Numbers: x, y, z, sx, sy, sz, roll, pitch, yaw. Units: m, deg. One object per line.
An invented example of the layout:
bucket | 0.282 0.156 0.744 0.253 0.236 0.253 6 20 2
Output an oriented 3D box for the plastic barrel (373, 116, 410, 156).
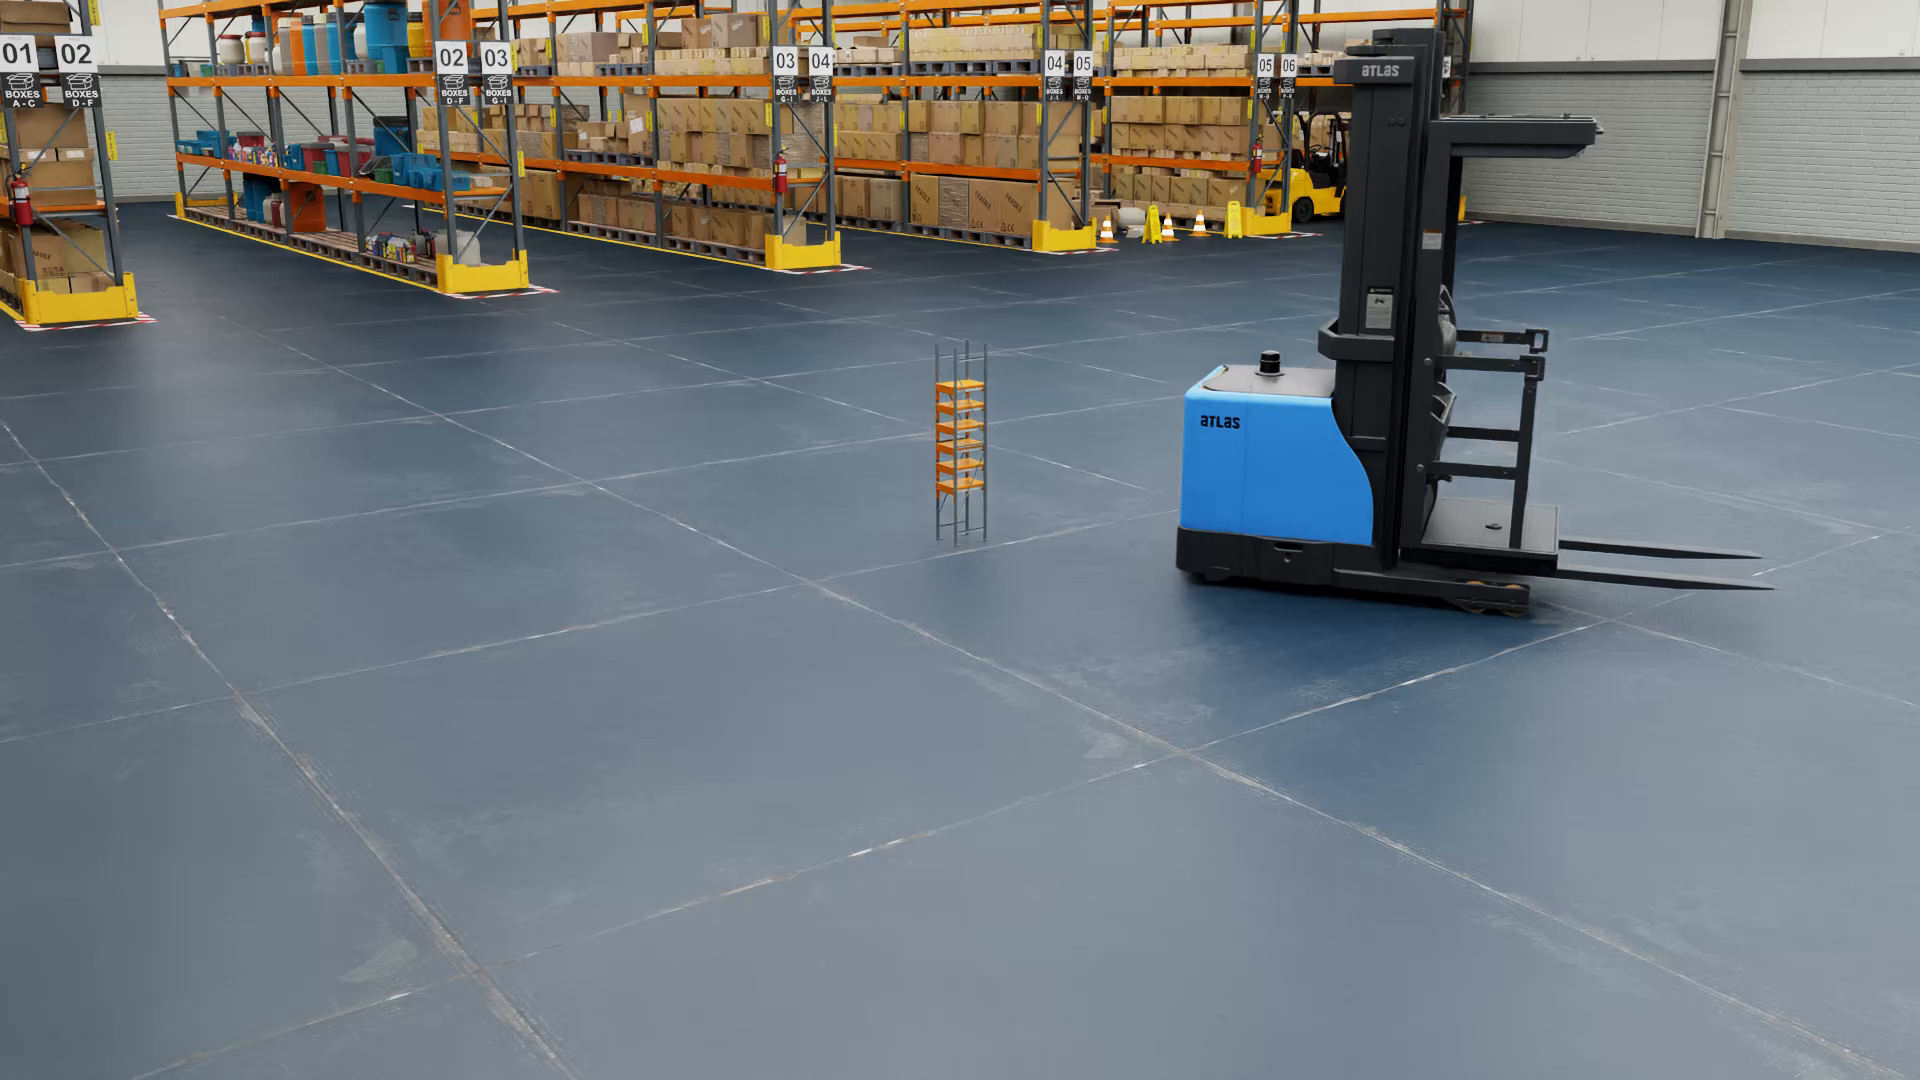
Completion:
plastic barrel | -8.674 -6.048 25.540 0.600 0.901 0.708 -11 19 -35

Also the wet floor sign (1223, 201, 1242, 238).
wet floor sign | 4.929 -5.787 29.997 0.267 0.644 0.232 -4 16 -15

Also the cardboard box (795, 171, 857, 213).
cardboard box | -2.681 -7.021 33.512 1.050 0.750 0.750 -11 19 -35

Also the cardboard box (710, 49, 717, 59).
cardboard box | -3.632 -7.513 25.691 0.380 0.149 0.250 -12 19 -37

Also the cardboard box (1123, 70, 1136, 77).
cardboard box | 3.422 -9.139 32.579 0.380 0.149 0.250 -11 19 -34

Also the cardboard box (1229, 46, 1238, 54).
cardboard box | 5.124 -8.927 30.293 0.380 0.149 0.250 -10 18 -34

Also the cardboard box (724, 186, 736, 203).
cardboard box | -4.785 -7.587 36.053 0.500 0.500 0.500 -10 18 -32

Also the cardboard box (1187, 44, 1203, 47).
cardboard box | 5.598 -11.070 37.982 0.700 0.500 0.500 -11 19 -36

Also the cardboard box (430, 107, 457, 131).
cardboard box | -11.074 -9.079 35.867 0.500 0.500 0.500 -11 19 -36

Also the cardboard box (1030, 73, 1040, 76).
cardboard box | 1.899 -10.013 35.099 0.797 0.503 0.637 -11 19 -35

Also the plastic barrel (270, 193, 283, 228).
plastic barrel | -12.009 -5.913 29.770 0.600 0.588 0.708 -11 19 -35

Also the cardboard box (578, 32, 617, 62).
cardboard box | -6.372 -8.680 29.289 0.500 0.500 0.500 -12 19 -36

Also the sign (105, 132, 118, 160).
sign | -9.896 -4.595 19.391 0.100 0.325 0.005 -11 19 -35

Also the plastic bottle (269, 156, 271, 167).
plastic bottle | -11.873 -6.552 28.710 0.097 0.201 0.097 0 15 0

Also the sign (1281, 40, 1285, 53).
sign | 6.910 -10.516 35.559 0.100 0.325 0.005 -11 19 -35

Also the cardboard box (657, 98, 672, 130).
cardboard box | -4.626 -6.983 27.262 0.500 0.500 0.500 -11 19 -35

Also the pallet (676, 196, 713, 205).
pallet | -5.741 -7.695 37.789 1.003 0.211 1.213 -11 19 -35

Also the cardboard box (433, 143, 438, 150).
cardboard box | -11.194 -8.540 36.073 0.380 0.149 0.250 -11 19 -36

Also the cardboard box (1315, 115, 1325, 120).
cardboard box | 7.743 -8.979 35.219 0.380 0.149 0.250 -10 18 -33

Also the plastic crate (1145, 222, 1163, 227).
plastic crate | 3.590 -6.112 32.257 0.583 0.080 0.402 10 18 33

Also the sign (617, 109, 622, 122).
sign | -8.108 -10.089 39.616 0.100 0.325 0.005 -11 19 -35

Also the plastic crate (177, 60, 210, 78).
plastic crate | -15.071 -9.287 32.760 0.504 0.338 0.767 -11 19 -35

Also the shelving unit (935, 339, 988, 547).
shelving unit | 0.009 -0.576 9.906 0.258 1.200 0.189 -11 19 -35

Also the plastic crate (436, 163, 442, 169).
plastic crate | -7.821 -5.410 24.443 0.499 0.251 0.616 -11 19 -35

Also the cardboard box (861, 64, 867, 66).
cardboard box | -2.163 -11.411 39.895 0.380 0.149 0.250 -10 18 -33

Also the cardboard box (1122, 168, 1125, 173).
cardboard box | 4.283 -8.771 40.380 0.500 0.500 0.500 -11 19 -35

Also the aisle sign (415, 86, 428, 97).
aisle sign | -12.026 -10.230 36.847 0.394 0.787 0.004 -11 19 -35

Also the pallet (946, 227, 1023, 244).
pallet | 0.491 -5.413 29.454 1.003 0.211 1.213 -11 19 -35

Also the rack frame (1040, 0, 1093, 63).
rack frame | 1.738 -9.233 26.763 1.000 3.000 0.127 -11 19 -35

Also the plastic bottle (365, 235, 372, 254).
plastic bottle | -8.859 -4.436 24.938 0.097 0.271 0.097 0 15 0

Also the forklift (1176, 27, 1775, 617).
forklift | 2.776 -1.173 8.809 3.031 2.935 1.130 5 16 19

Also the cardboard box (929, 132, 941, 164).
cardboard box | -0.046 -7.075 29.959 0.875 0.550 0.550 -11 19 -35

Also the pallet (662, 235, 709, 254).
pallet | -4.262 -4.962 27.806 1.003 0.211 1.213 -11 19 -35

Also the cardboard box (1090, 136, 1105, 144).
cardboard box | 2.805 -8.132 33.785 0.380 0.149 0.250 -11 19 -34

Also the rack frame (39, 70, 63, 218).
rack frame | -12.701 -4.908 22.327 1.000 3.000 0.127 -11 19 -35

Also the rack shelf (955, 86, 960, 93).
rack shelf | 1.464 -11.990 43.881 1.077 0.370 4.000 -11 19 -35

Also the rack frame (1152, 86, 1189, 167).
rack frame | 4.992 -9.609 39.501 1.000 3.000 0.127 -11 19 -35

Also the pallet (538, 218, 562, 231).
pallet | -7.440 -6.134 32.089 1.003 0.211 1.213 -11 19 -35

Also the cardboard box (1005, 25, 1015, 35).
cardboard box | 0.969 -8.428 27.484 0.380 0.149 0.250 -10 18 -34

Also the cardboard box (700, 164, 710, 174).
cardboard box | -3.910 -5.913 26.474 0.380 0.149 0.250 -11 19 -35

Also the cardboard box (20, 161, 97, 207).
cardboard box | -10.613 -4.204 19.564 0.700 0.500 0.500 -11 19 -35

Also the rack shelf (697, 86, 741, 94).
rack shelf | -4.142 -9.574 35.056 1.077 0.370 4.000 -11 19 -35

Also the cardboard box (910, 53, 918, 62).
cardboard box | -0.675 -8.639 29.768 0.380 0.149 0.250 -11 19 -35

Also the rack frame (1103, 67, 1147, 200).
rack frame | 3.331 -7.983 33.562 1.000 3.000 0.127 -11 19 -35

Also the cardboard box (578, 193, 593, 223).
cardboard box | -6.627 -6.166 30.823 0.700 0.500 0.500 -12 19 -37

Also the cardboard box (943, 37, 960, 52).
cardboard box | 0.042 -8.599 28.865 0.500 0.250 0.500 -11 19 -35

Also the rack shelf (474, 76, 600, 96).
rack shelf | -8.213 -8.826 32.322 1.077 0.370 4.000 -11 19 -35

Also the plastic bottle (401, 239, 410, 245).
plastic bottle | -8.087 -4.235 24.194 0.152 0.276 0.135 -11 19 -35

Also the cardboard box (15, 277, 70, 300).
cardboard box | -10.903 -2.999 19.764 0.500 0.250 0.500 -11 19 -35

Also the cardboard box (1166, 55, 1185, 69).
cardboard box | 4.261 -9.040 31.460 0.500 0.250 0.500 -11 19 -34

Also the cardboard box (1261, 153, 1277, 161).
cardboard box | 5.650 -7.113 30.857 0.380 0.149 0.250 -11 19 -34

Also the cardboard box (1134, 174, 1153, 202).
cardboard box | 3.783 -6.941 32.746 0.500 0.500 0.500 -10 18 -32

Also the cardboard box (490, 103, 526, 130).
cardboard box | -9.007 -8.550 33.544 0.797 0.503 0.637 -11 19 -36

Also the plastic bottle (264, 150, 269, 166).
plastic bottle | -12.044 -6.648 28.929 0.097 0.271 0.097 0 15 0
